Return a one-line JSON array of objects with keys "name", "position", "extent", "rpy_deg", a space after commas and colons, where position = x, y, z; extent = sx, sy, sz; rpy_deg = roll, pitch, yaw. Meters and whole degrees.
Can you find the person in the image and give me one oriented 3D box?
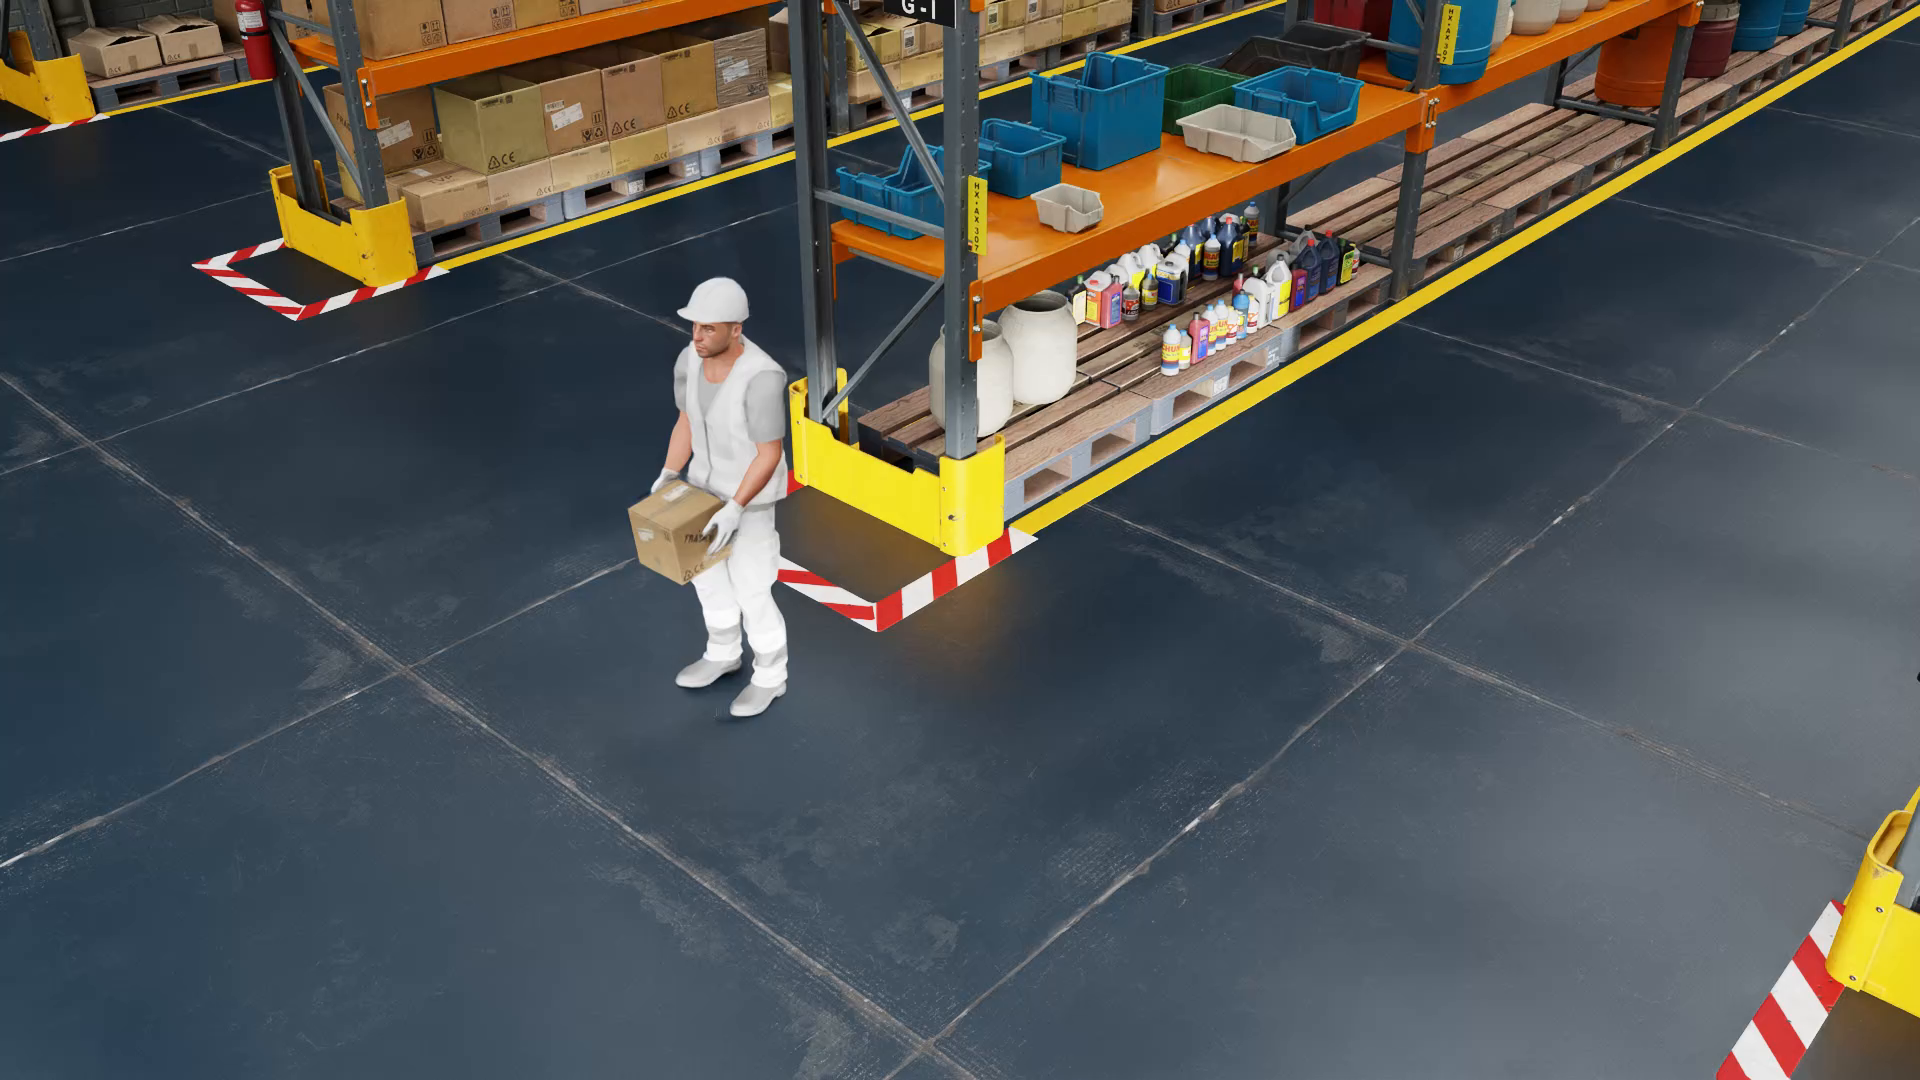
[{"name": "person", "position": [-0.900, -0.147, 6.351], "extent": [0.533, 1.793, 0.474], "rpy_deg": [24, 39, 34]}]
